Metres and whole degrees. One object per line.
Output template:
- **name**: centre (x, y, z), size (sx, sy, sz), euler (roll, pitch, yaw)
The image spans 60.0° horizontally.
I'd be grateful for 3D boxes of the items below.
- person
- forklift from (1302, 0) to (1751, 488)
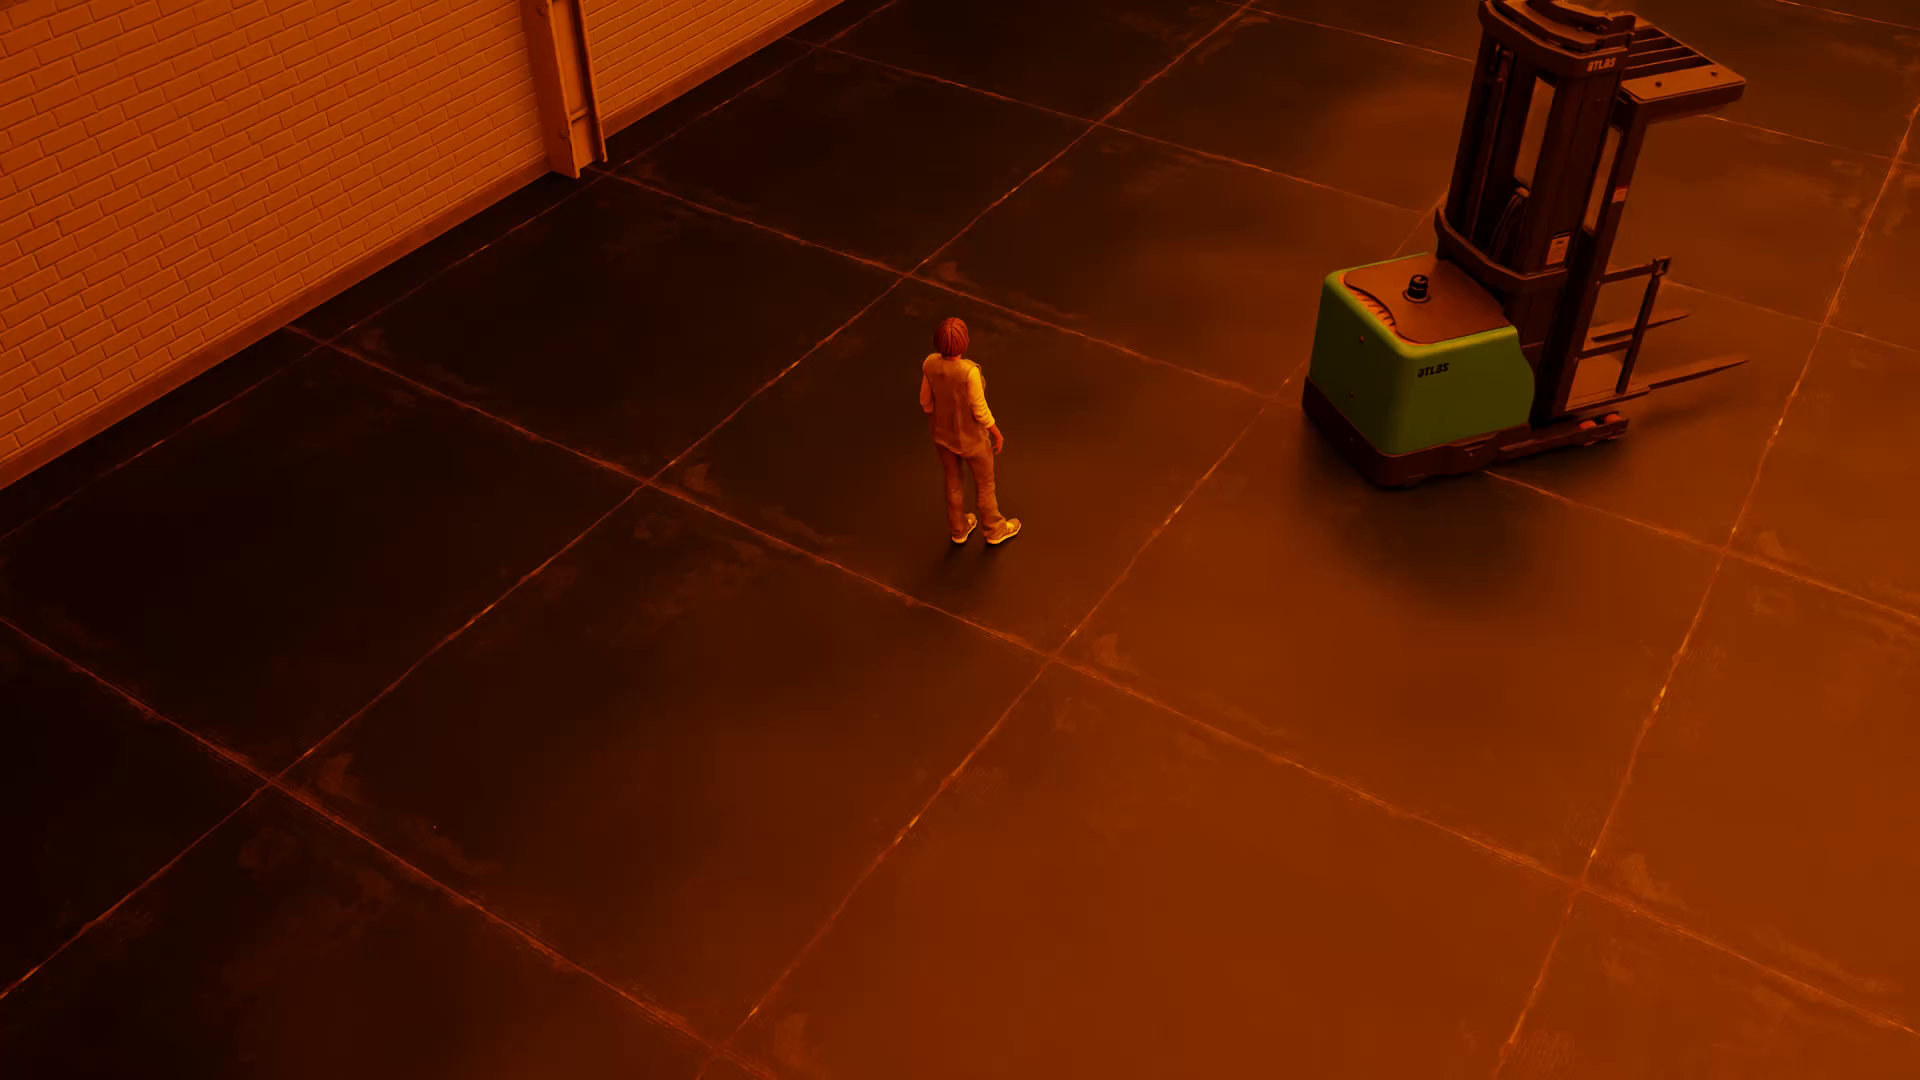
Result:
- **person**: centre (0.051, -0.650, 9.754), size (0.520, 1.597, 0.475), euler (22, 45, 24)
- **forklift**: centre (3.873, -2.046, 10.381), size (3.031, 2.935, 1.130), euler (-14, 42, -16)
